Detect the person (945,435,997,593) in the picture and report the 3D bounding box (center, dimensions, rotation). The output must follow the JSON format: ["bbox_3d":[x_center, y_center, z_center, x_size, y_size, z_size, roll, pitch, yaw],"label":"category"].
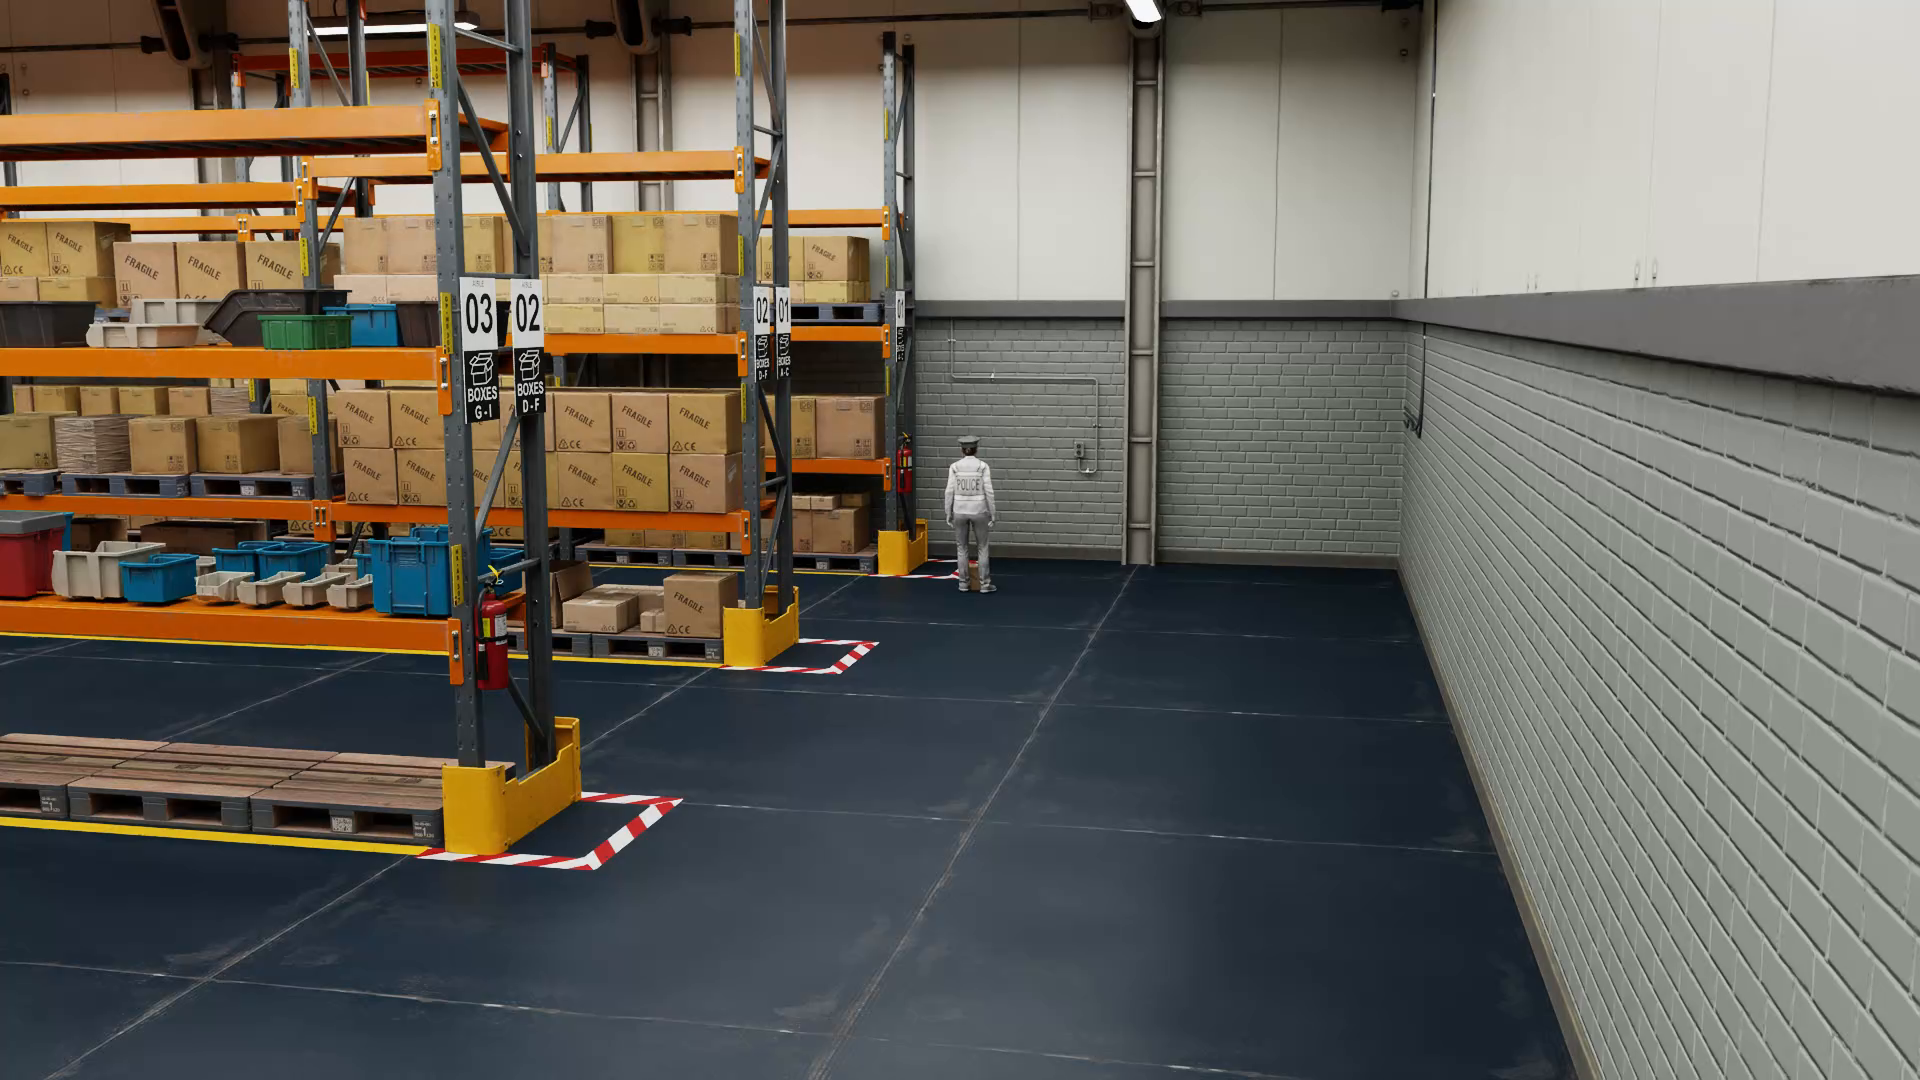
[{"bbox_3d":[0.113,-0.271,17.716,0.542,1.665,0.406,1,8,9],"label":"person"}]
